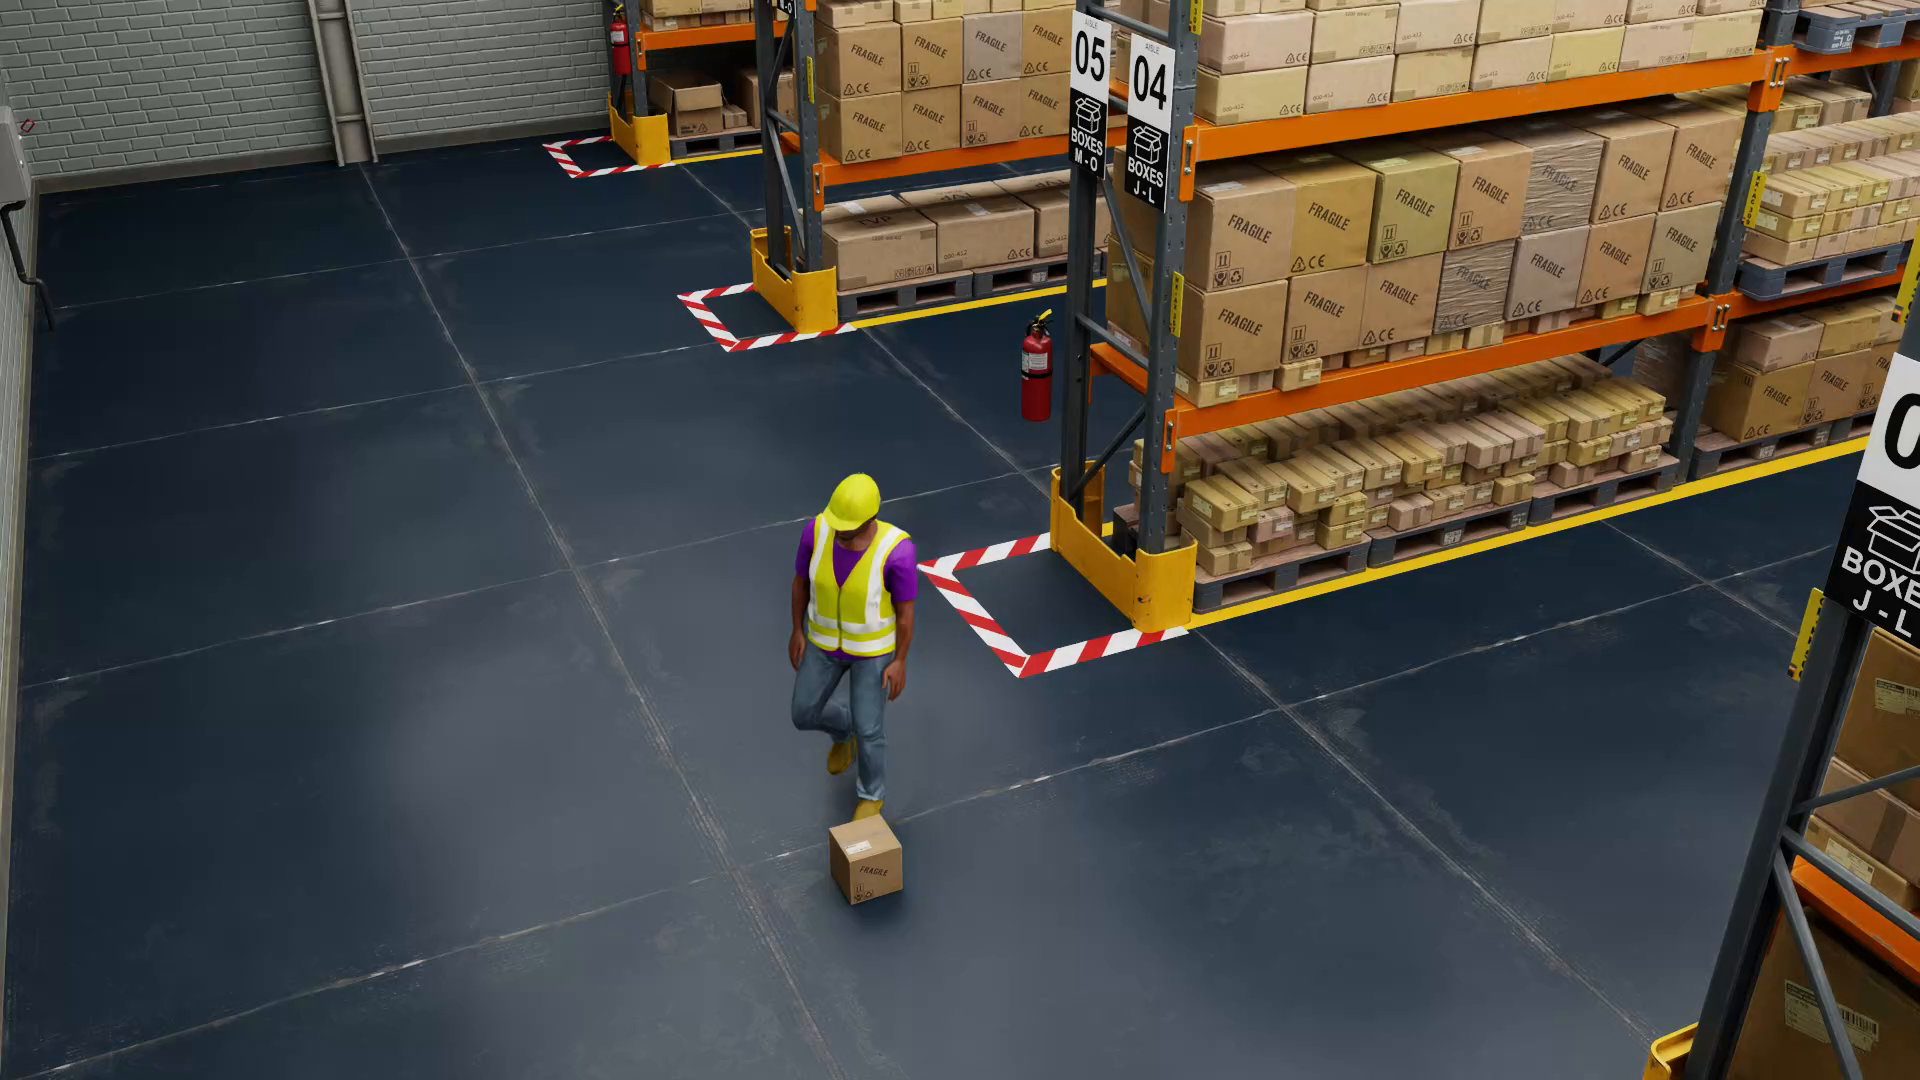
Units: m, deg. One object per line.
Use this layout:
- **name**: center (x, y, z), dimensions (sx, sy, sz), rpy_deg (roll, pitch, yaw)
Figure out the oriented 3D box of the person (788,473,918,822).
- **person**: center (-0.484, 0.468, 7.561), dimensions (0.597, 1.761, 0.581), rpy_deg (10, 31, 17)
